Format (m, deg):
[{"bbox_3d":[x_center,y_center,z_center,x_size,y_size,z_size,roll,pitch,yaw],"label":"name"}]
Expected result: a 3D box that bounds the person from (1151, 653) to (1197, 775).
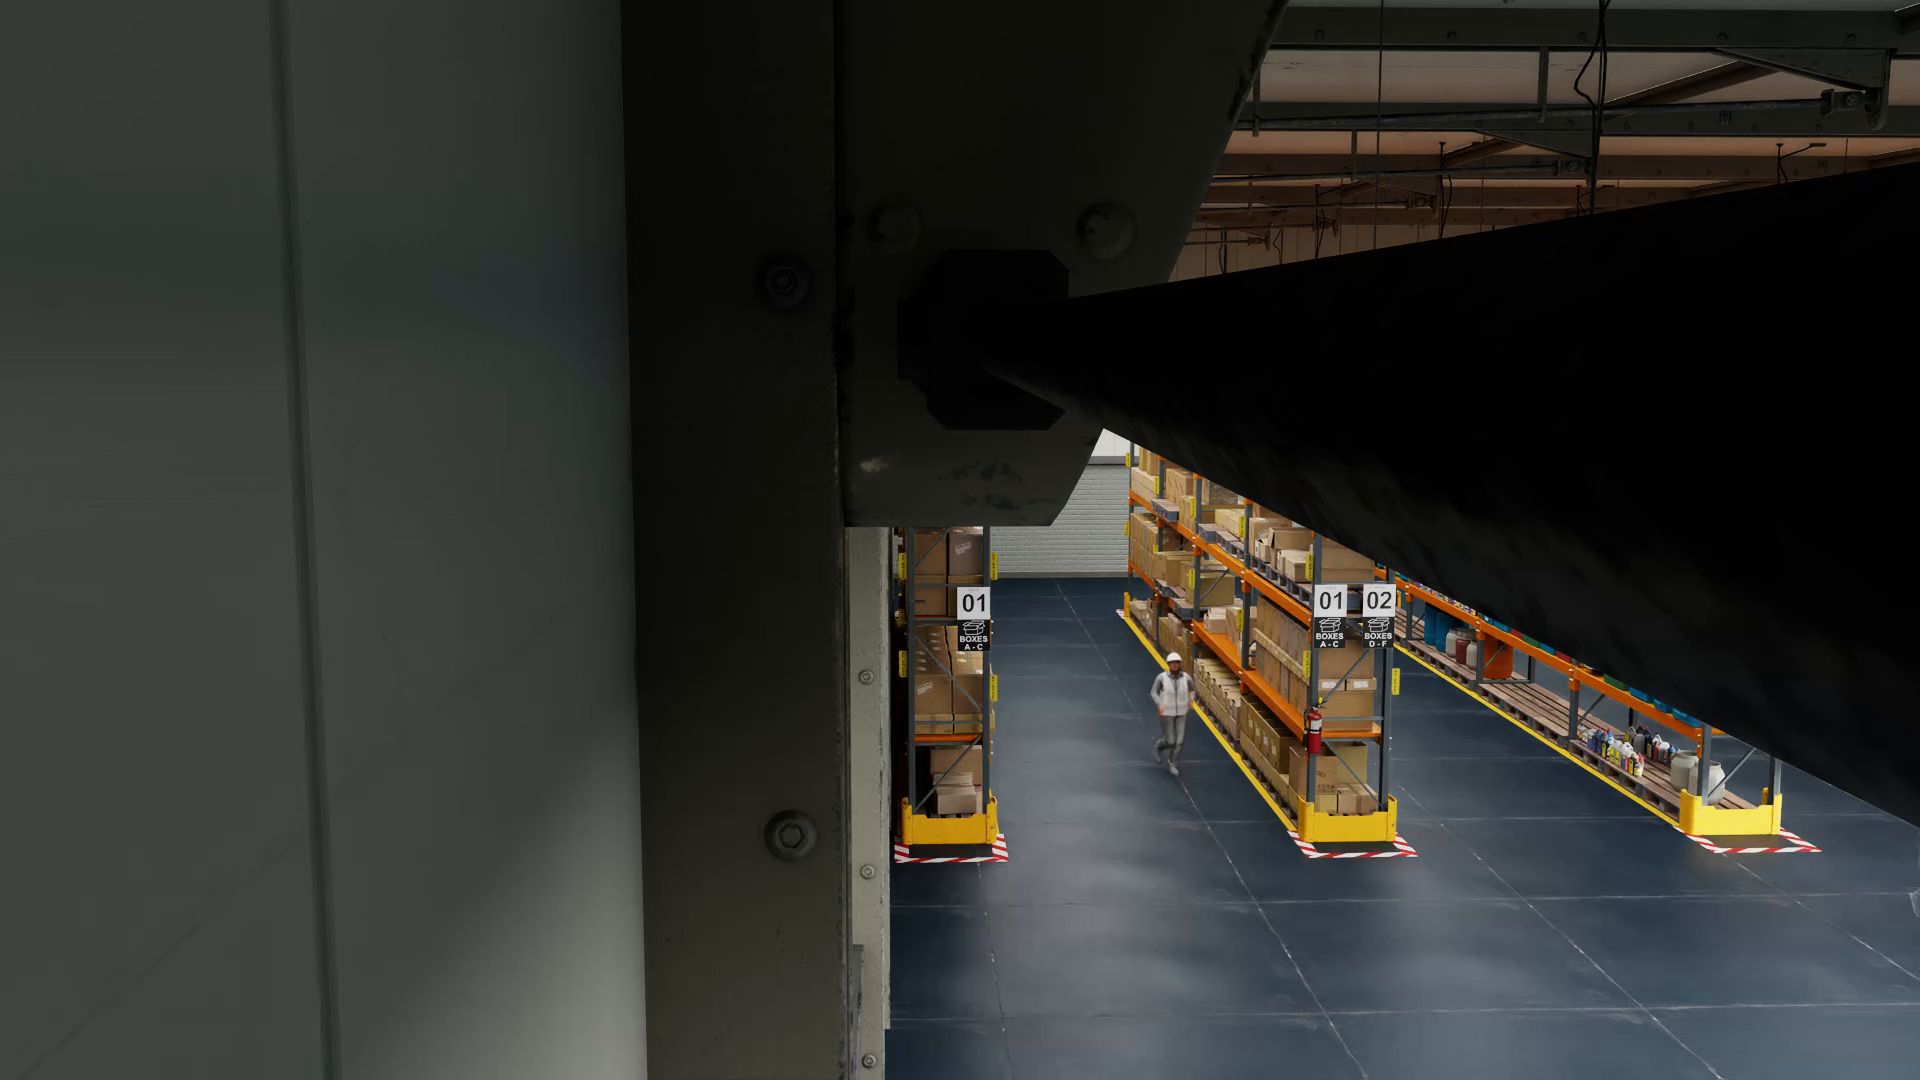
[{"bbox_3d":[3.051,2.456,23.653,0.656,1.746,0.627,-1,7,-7],"label":"person"}]
